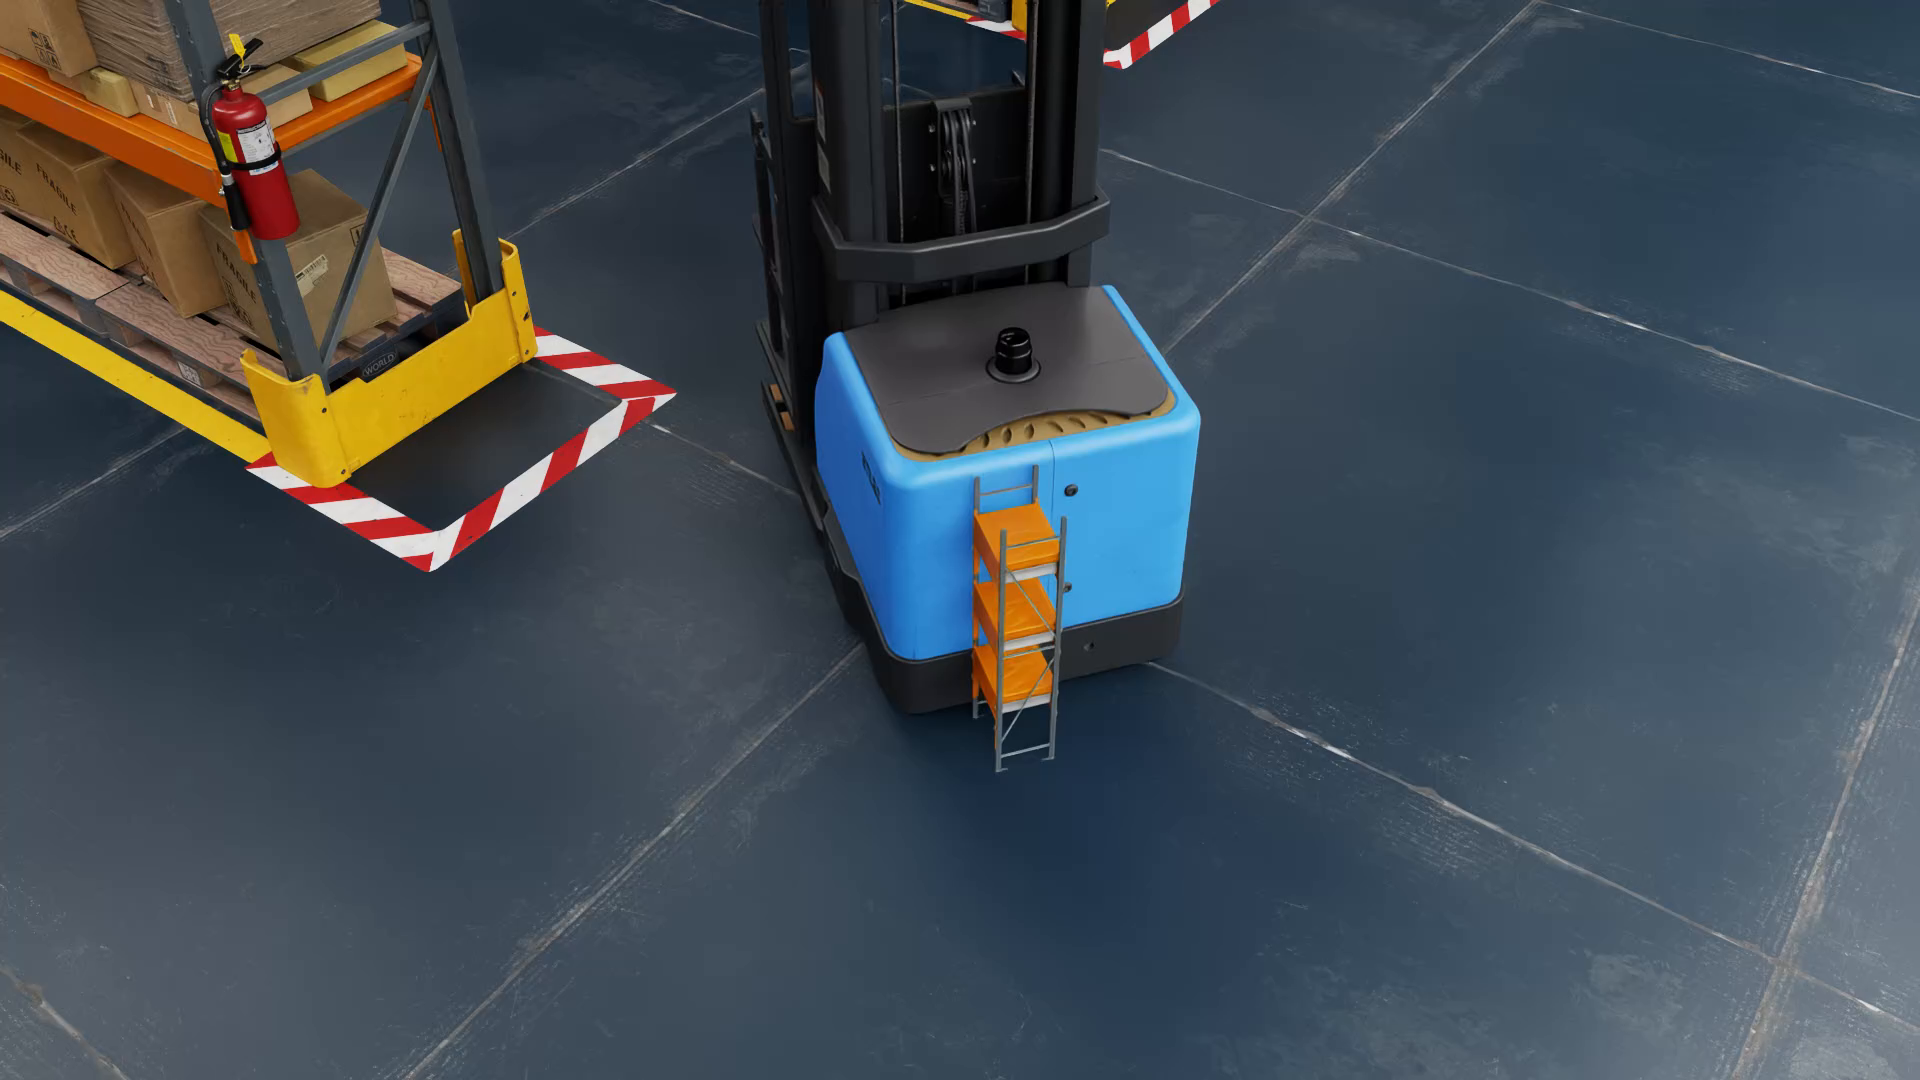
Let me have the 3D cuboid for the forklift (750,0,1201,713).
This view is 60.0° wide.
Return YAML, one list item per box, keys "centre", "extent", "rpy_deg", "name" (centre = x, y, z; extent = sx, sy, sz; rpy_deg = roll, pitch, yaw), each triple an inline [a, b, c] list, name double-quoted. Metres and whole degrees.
- centre: [-0.169, -1.515, 5.745]
  extent: [1.130, 2.935, 3.031]
  rpy_deg: [-12, 43, -13]
  name: "forklift"

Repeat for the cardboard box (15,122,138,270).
- centre: [-3.718, -1.591, 7.338]
  extent: [0.500, 0.500, 0.500]
  rpy_deg: [30, 50, 29]
  name: "cardboard box"

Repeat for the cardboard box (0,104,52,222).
- centre: [-4.149, -1.829, 7.604]
  extent: [0.500, 0.500, 0.500]
  rpy_deg: [21, 46, 22]
  name: "cardboard box"

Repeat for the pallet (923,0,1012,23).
- centre: [0.026, -3.551, 10.060]
  extent: [1.213, 0.211, 1.003]
  rpy_deg: [25, 48, 25]
  name: "pallet"

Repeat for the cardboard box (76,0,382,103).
- centre: [-2.640, -2.031, 5.972]
  extent: [0.500, 0.500, 0.875]
  rpy_deg: [25, 48, 25]
  name: "cardboard box"

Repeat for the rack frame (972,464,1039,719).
- centre: [0.137, 0.188, 5.252]
  extent: [0.200, 1.050, 0.008]
  rpy_deg: [-12, 43, -13]
  name: "rack frame"

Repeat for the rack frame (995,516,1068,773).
- centre: [0.211, 0.344, 5.079]
  extent: [0.200, 1.050, 0.008]
  rpy_deg: [-12, 43, -13]
  name: "rack frame"

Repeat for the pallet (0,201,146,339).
- centre: [-3.907, -1.445, 7.707]
  extent: [1.213, 0.211, 1.003]
  rpy_deg: [25, 48, 25]
  name: "pallet"

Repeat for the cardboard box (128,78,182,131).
- centre: [-2.762, -1.656, 6.040]
  extent: [0.250, 0.149, 0.380]
  rpy_deg: [25, 48, 25]
  name: "cardboard box"

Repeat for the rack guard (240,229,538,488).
- centre: [-2.268, -0.755, 6.719]
  extent: [0.348, 0.500, 1.175]
  rpy_deg: [25, 48, 25]
  name: "rack guard"

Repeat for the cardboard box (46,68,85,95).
- centre: [-3.192, -1.828, 6.232]
  extent: [0.250, 0.149, 0.380]
  rpy_deg: [25, 48, 25]
  name: "cardboard box"

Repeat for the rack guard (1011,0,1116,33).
- centre: [0.745, -3.386, 9.659]
  extent: [0.348, 0.500, 1.175]
  rpy_deg: [25, 48, 25]
  name: "rack guard"

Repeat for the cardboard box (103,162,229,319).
- centre: [-3.216, -1.341, 7.059]
  extent: [0.500, 0.500, 0.500]
  rpy_deg: [-29, 49, -28]
  name: "cardboard box"

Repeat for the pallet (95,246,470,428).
- centre: [-2.913, -0.978, 7.184]
  extent: [1.213, 0.211, 1.003]
  rpy_deg: [25, 48, 25]
  name: "pallet"

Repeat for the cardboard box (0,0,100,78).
- centre: [-3.118, -2.157, 6.113]
  extent: [0.500, 0.500, 0.875]
  rpy_deg: [25, 48, 25]
  name: "cardboard box"

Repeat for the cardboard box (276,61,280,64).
- centre: [-2.496, -1.909, 6.323]
  extent: [0.250, 0.149, 0.380]
  rpy_deg: [25, 48, 25]
  name: "cardboard box"

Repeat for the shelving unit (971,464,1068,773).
- centre: [0.174, 0.266, 5.165]
  extent: [0.215, 1.050, 0.252]
  rpy_deg: [-12, 43, -13]
  name: "shelving unit"

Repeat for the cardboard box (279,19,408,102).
- centre: [-2.302, -1.803, 6.204]
  extent: [0.250, 0.149, 0.380]
  rpy_deg: [25, 48, 25]
  name: "cardboard box"

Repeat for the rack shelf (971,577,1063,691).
- centre: [0.174, 0.274, 5.172]
  extent: [0.215, 0.259, 0.240]
  rpy_deg: [-12, 43, -13]
  name: "rack shelf"

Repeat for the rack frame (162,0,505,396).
- centre: [-2.205, -1.657, 5.853]
  extent: [0.127, 3.000, 1.000]
  rpy_deg: [25, 48, 25]
  name: "rack frame"

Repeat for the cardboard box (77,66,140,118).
- centre: [-2.996, -1.724, 6.116]
  extent: [0.250, 0.149, 0.380]
  rpy_deg: [25, 48, 25]
  name: "cardboard box"

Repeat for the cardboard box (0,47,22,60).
- centre: [-3.590, -2.030, 6.457]
  extent: [0.250, 0.149, 0.380]
  rpy_deg: [25, 48, 25]
  name: "cardboard box"

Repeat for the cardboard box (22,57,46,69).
- centre: [-3.373, -1.946, 6.364]
  extent: [0.250, 0.149, 0.380]
  rpy_deg: [25, 48, 25]
  name: "cardboard box"

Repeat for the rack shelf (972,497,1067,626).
- centre: [0.174, 0.062, 4.983]
  extent: [0.215, 0.259, 0.240]
  rpy_deg: [-12, 43, -13]
  name: "rack shelf"

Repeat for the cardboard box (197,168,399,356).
- centre: [-2.707, -1.131, 6.824]
  extent: [0.500, 0.500, 0.500]
  rpy_deg: [-33, 51, -31]
  name: "cardboard box"

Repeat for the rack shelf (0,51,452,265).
- centre: [-3.843, -2.155, 6.949]
  extent: [4.000, 0.370, 1.077]
  rpy_deg: [25, 48, 25]
  name: "rack shelf"

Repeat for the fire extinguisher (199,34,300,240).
- centre: [-2.376, -1.333, 5.548]
  extent: [0.183, 0.674, 0.296]
  rpy_deg: [25, 48, 25]
  name: "fire extinguisher"

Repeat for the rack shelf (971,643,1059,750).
- centre: [0.174, 0.481, 5.358]
  extent: [0.215, 0.259, 0.240]
  rpy_deg: [-12, 43, -13]
  name: "rack shelf"

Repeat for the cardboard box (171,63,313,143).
- centre: [-2.557, -1.560, 5.933]
  extent: [0.250, 0.149, 0.380]
  rpy_deg: [25, 48, 25]
  name: "cardboard box"
